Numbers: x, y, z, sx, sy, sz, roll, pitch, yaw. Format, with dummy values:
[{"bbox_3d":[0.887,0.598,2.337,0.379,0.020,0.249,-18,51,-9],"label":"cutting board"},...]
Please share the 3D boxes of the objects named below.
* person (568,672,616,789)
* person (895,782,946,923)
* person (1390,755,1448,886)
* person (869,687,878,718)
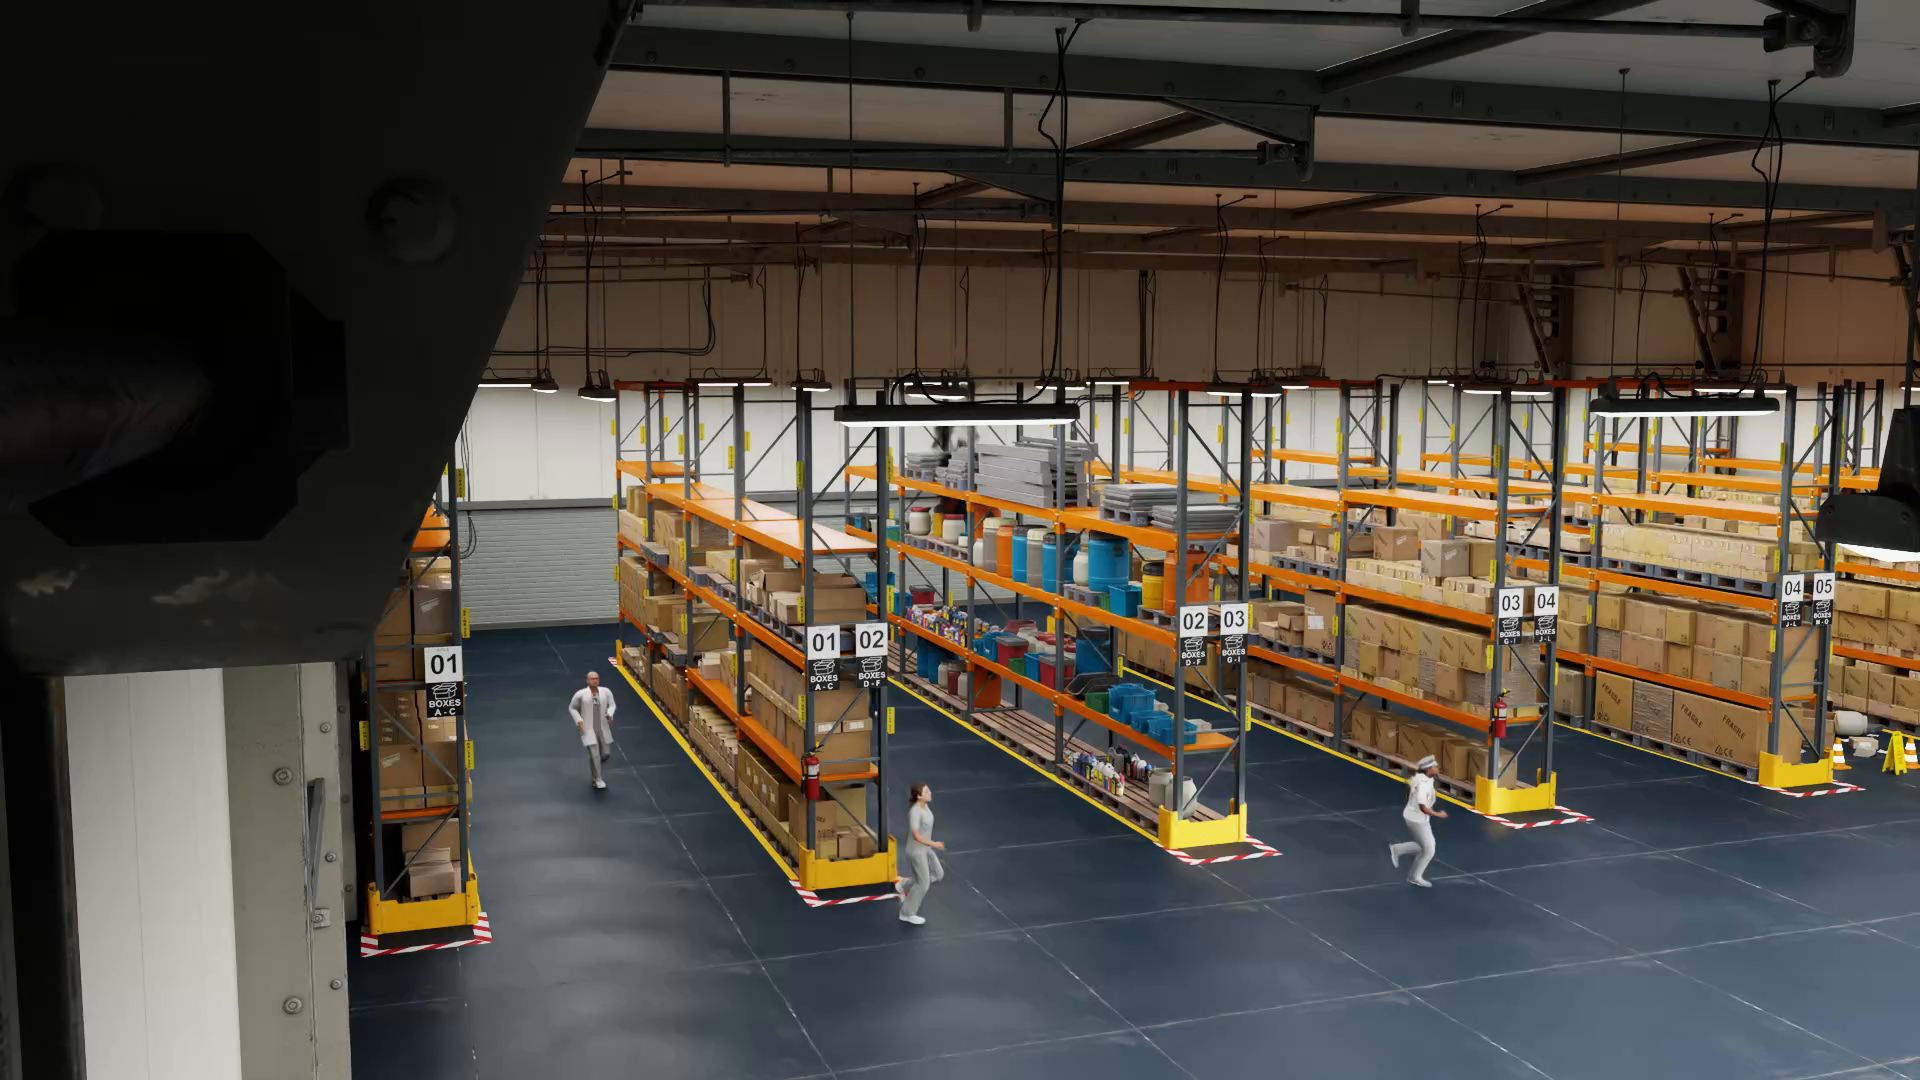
[{"bbox_3d":[-5.499,2.829,24.951,0.704,1.734,0.724,-3,7,-28],"label":"person"},{"bbox_3d":[-0.440,3.537,18.905,0.624,1.631,0.599,1,6,12],"label":"person"},{"bbox_3d":[5.586,3.402,20.202,0.638,1.652,0.612,1,6,9],"label":"person"},{"bbox_3d":[-1.588,2.388,30.105,0.541,1.570,0.790,-2,6,-19],"label":"person"}]
